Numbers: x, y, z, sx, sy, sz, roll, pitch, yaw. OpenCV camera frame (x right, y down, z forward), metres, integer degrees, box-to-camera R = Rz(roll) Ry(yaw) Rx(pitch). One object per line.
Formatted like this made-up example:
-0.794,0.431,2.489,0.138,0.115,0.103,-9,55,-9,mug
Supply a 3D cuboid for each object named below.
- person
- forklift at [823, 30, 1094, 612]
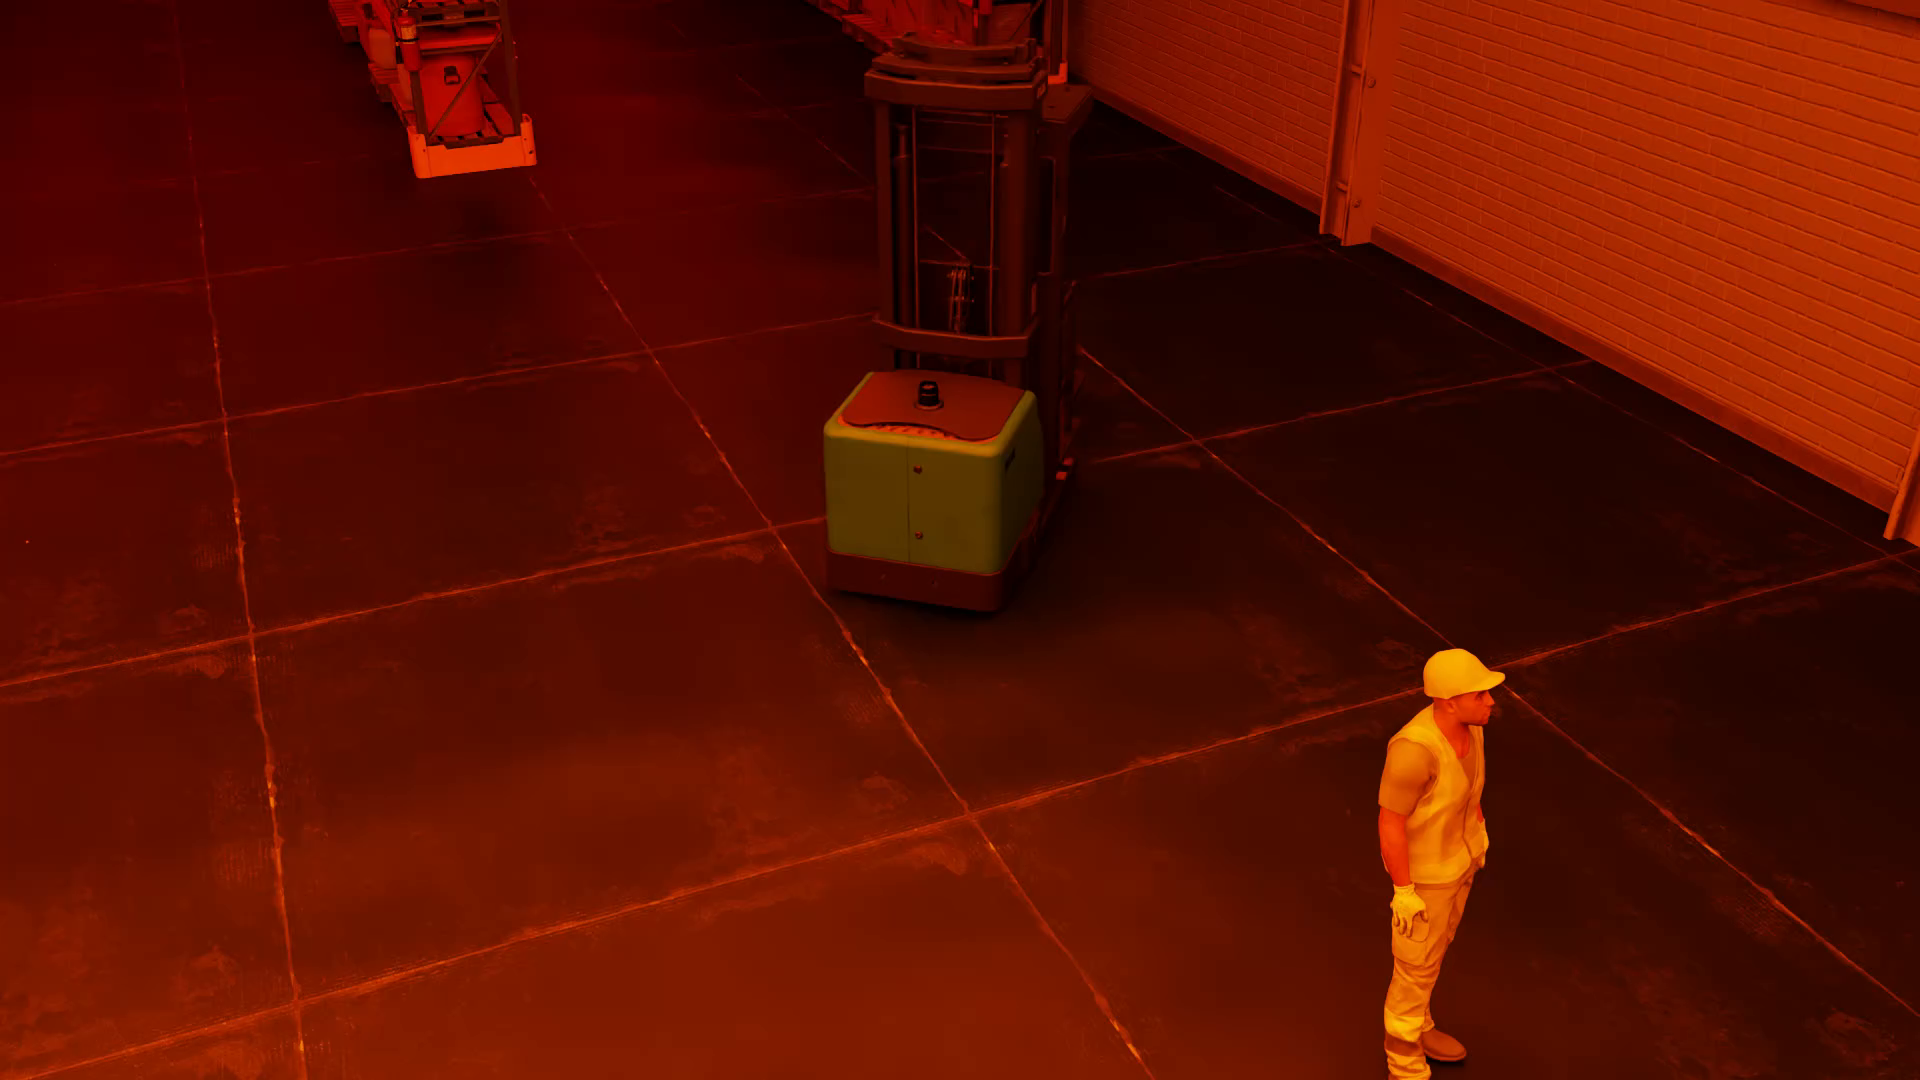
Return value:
1.809,1.228,6.108,0.564,1.787,0.638,24,37,35,person
0.138,-1.591,9.903,1.130,2.935,3.031,8,31,14,forklift
